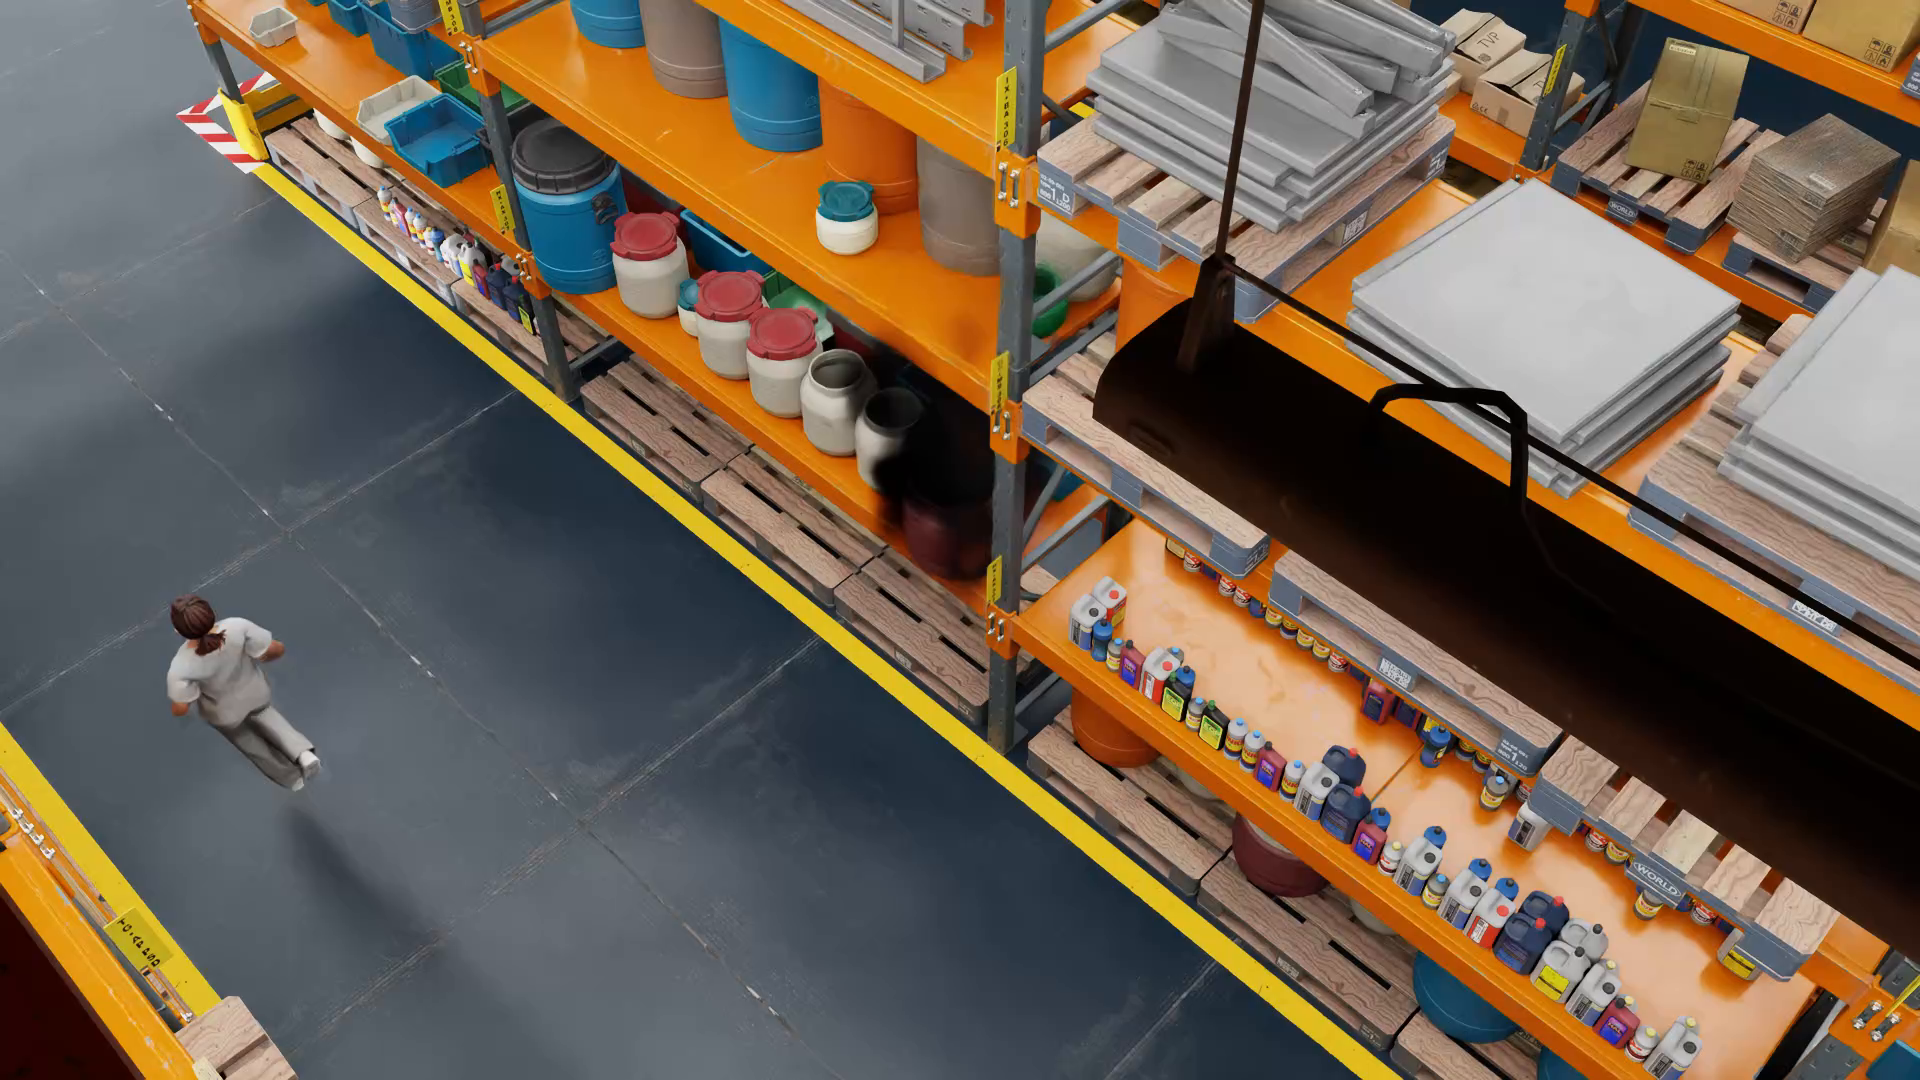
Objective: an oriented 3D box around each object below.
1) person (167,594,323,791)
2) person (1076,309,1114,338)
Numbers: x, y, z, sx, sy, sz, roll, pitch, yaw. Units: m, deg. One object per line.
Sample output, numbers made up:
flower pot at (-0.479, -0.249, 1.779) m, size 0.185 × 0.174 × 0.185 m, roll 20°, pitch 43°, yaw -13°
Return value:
person at (-3.593, 0.801, 8.286) m, size 0.560 × 1.620 × 0.578 m, roll 33°, pitch 58°, yaw 25°
person at (0.823, -1.863, 10.536) m, size 0.513 × 1.615 × 0.608 m, roll 34°, pitch 58°, yaw 25°
